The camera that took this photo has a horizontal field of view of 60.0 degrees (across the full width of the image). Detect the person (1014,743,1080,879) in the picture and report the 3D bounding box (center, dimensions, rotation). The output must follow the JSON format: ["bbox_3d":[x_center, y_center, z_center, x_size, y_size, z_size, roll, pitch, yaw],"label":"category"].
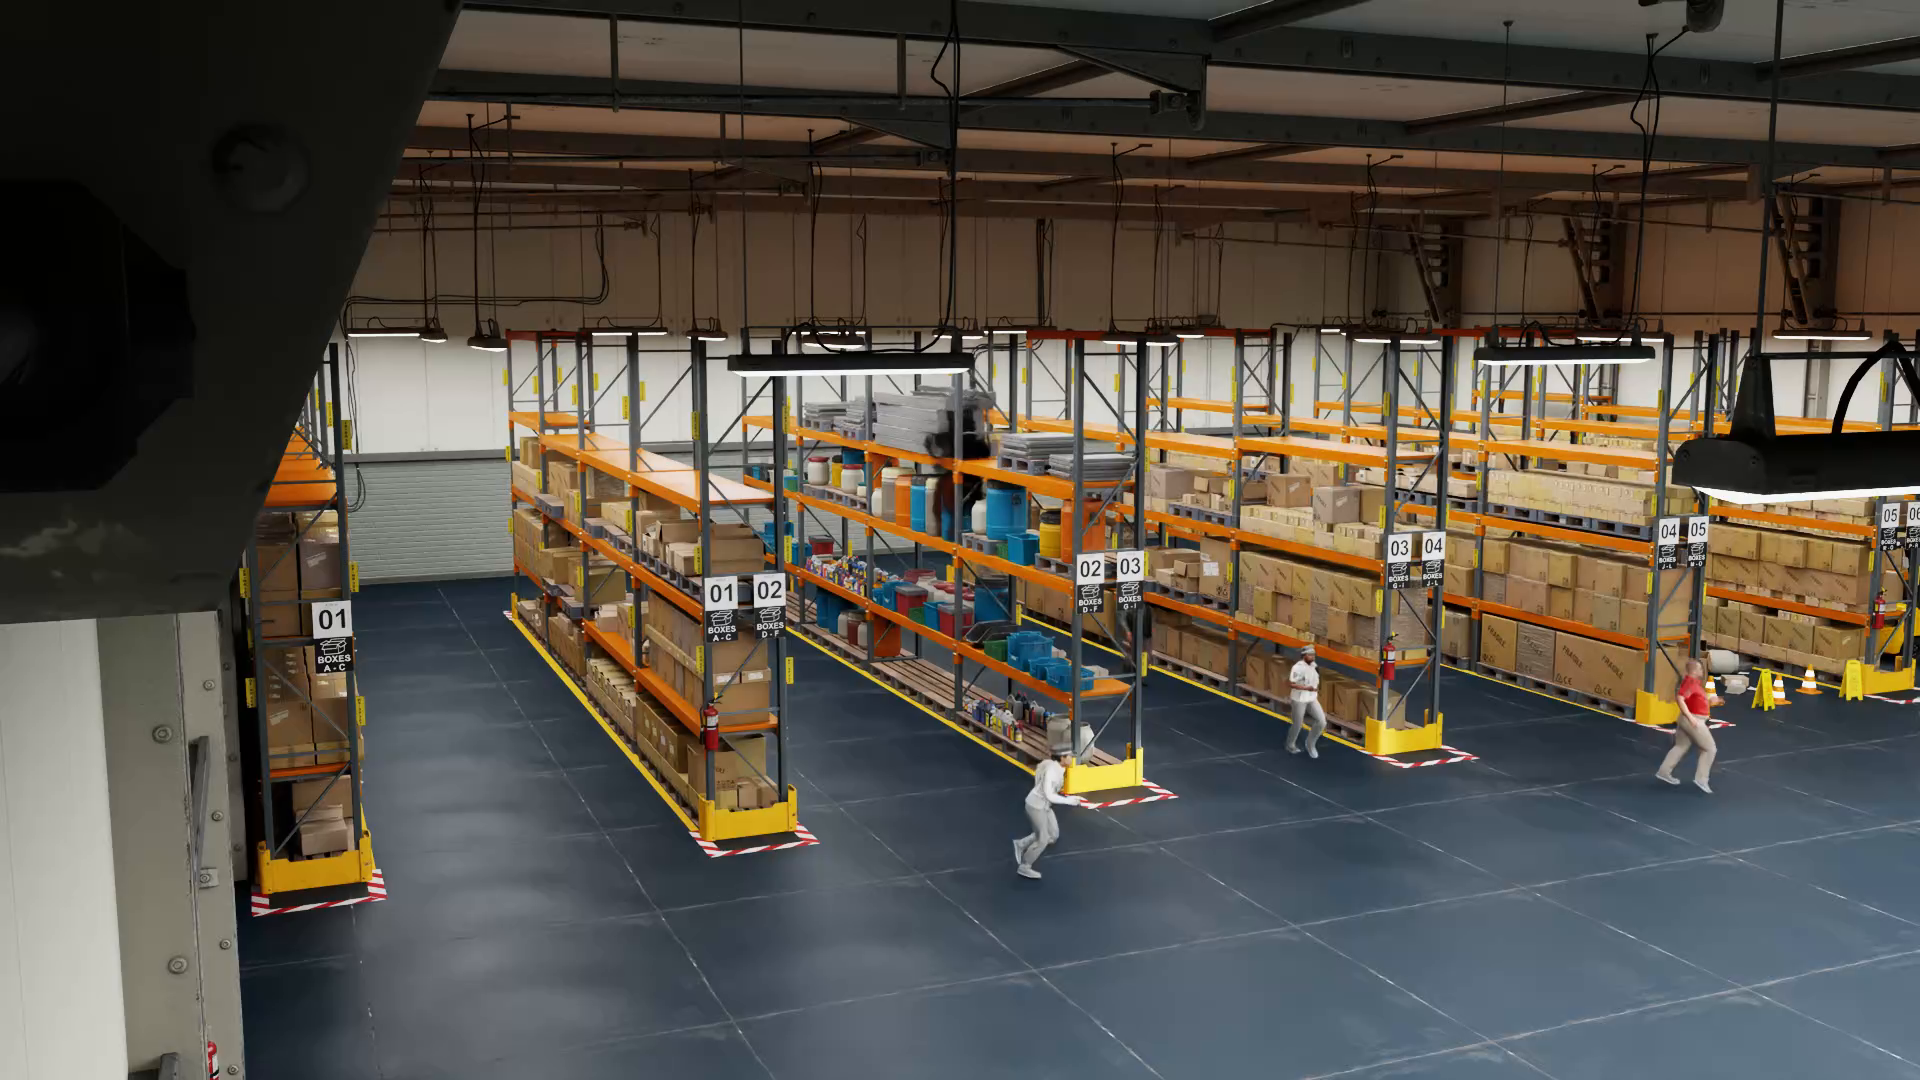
[{"bbox_3d":[0.982,3.031,18.770,0.755,1.549,0.627,1,8,9],"label":"person"}]

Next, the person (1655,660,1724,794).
[{"bbox_3d":[9.723,2.491,22.114,0.790,1.795,0.635,1,8,6],"label":"person"}]

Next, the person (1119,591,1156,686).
[{"bbox_3d":[3.065,1.667,28.349,0.672,1.678,0.573,-4,9,-26],"label":"person"}]

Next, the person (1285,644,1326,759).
[{"bbox_3d":[4.921,2.291,23.739,0.588,1.678,0.740,-4,9,-28],"label":"person"}]
